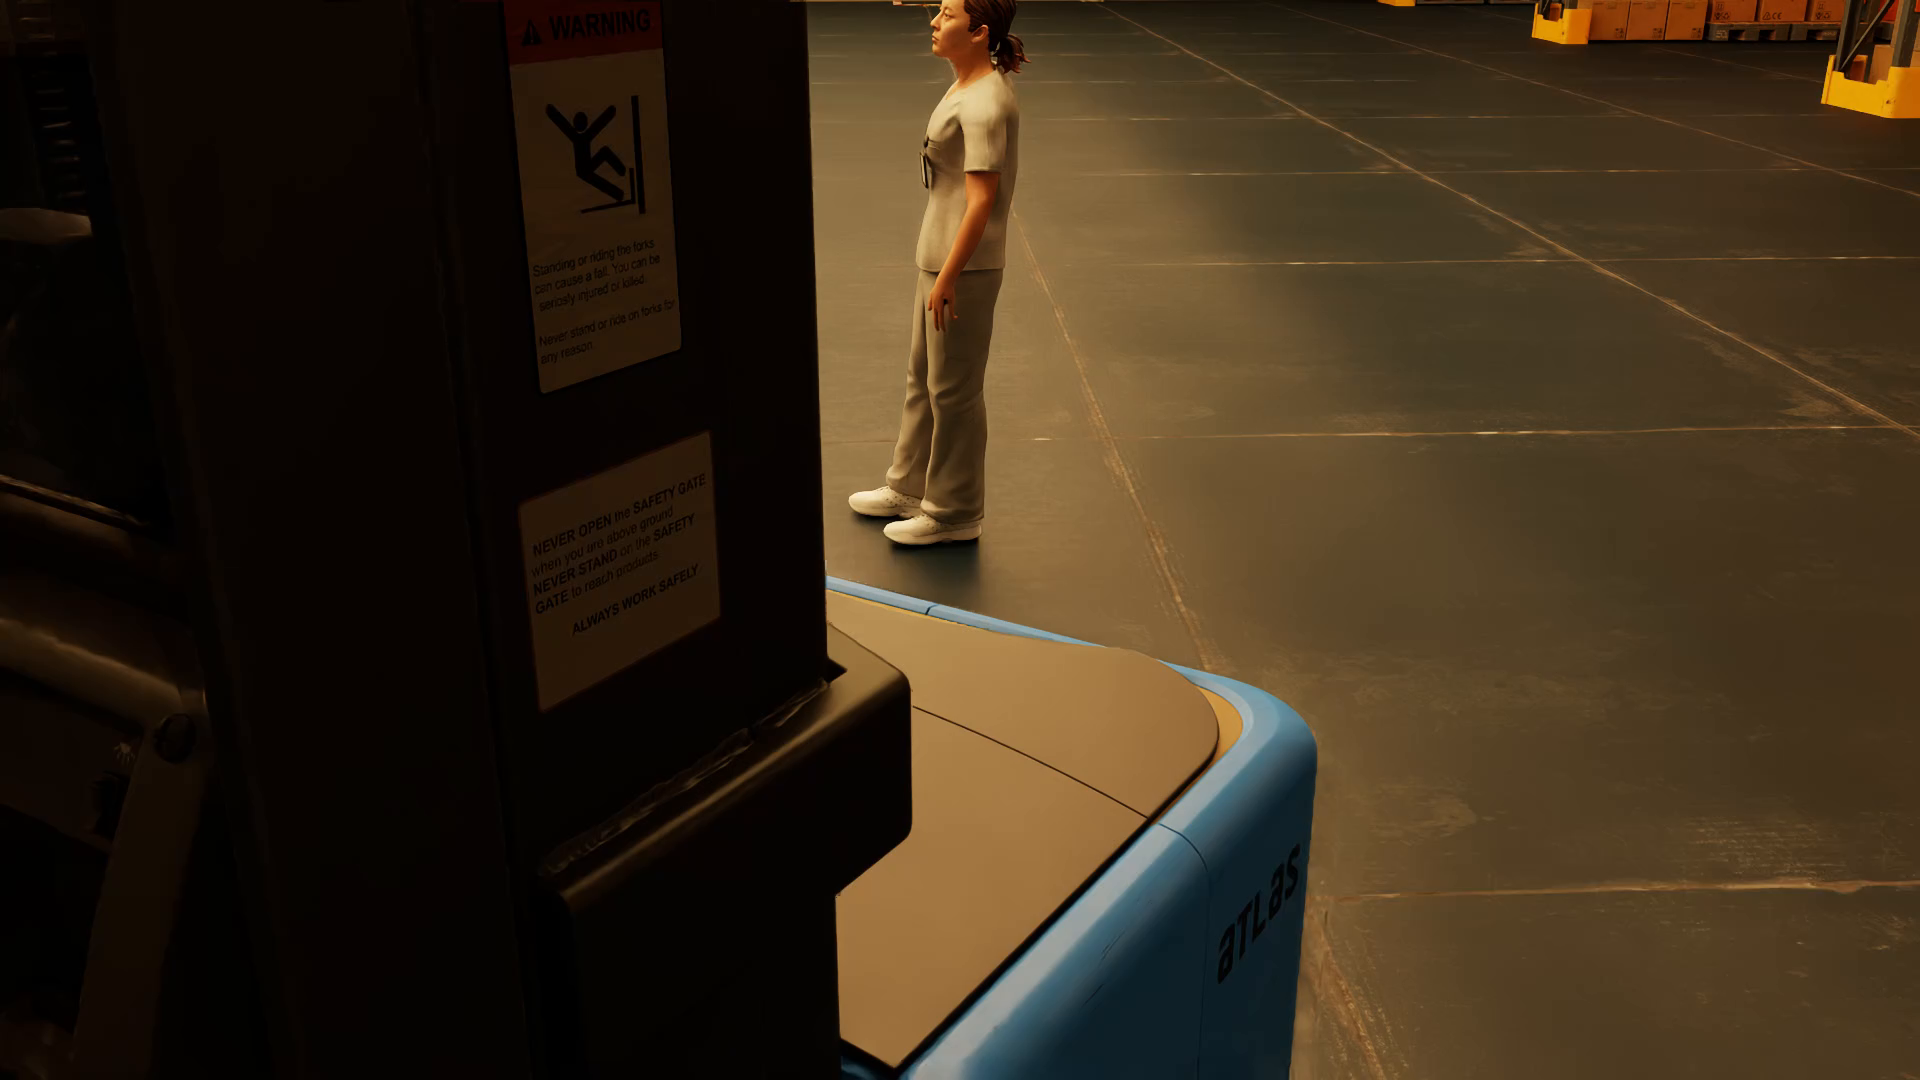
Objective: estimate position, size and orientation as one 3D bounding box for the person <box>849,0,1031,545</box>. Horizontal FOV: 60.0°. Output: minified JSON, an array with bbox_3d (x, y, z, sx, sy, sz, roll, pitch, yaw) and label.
[{"bbox_3d":[-0.075,-0.791,4.873,0.548,1.673,0.549,-1,21,-3],"label":"person"}]
